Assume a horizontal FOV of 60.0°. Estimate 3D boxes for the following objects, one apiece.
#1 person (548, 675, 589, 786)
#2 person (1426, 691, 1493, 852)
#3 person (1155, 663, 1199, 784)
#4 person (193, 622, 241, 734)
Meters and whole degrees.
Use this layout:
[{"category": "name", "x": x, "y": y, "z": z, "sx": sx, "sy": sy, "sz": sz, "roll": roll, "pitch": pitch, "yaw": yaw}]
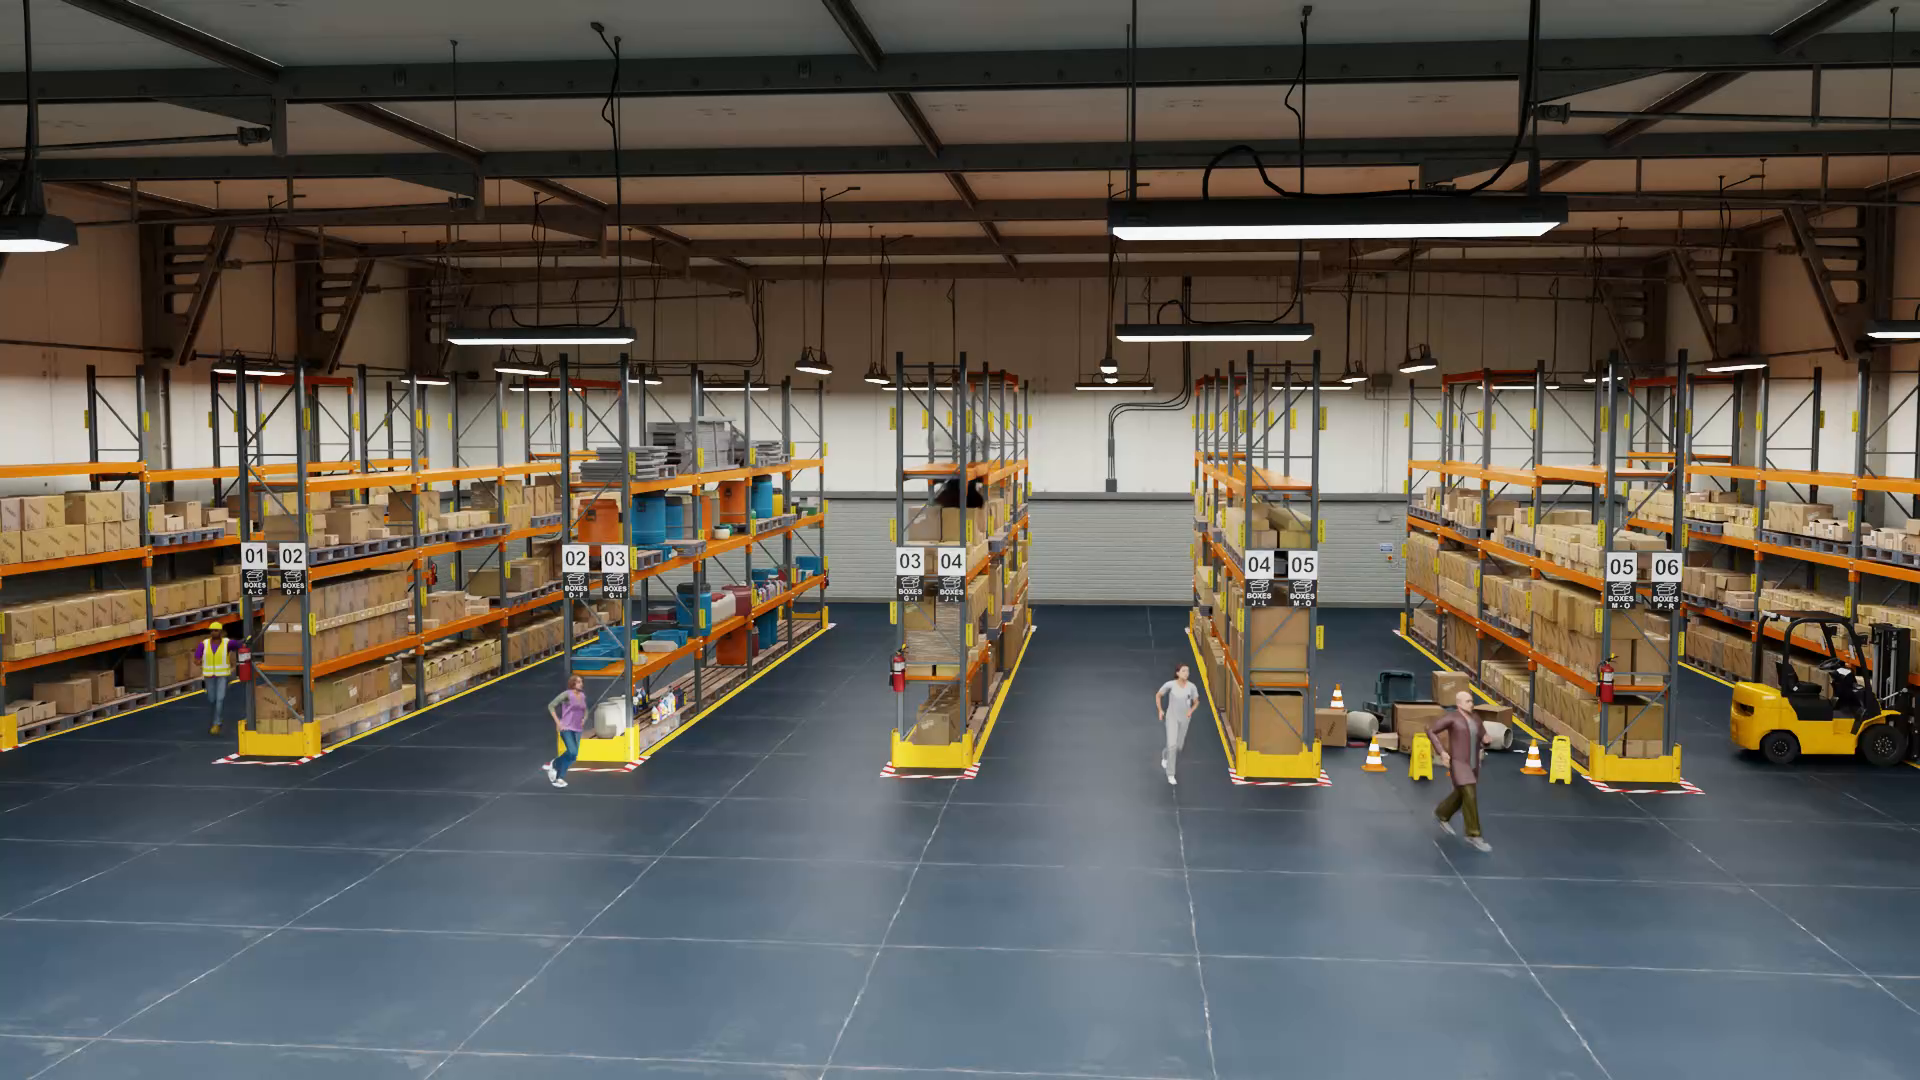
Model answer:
[{"category": "person", "x": -5.333, "y": 2.616, "z": 22.876, "sx": 0.484, "sy": 1.512, "sz": 0.552, "roll": 3, "pitch": 5, "yaw": 36}, {"category": "person", "x": 5.955, "y": 2.696, "z": 19.701, "sx": 0.687, "sy": 1.790, "sz": 1.006, "roll": -3, "pitch": 5, "yaw": -34}, {"category": "person", "x": 3.053, "y": 2.544, "z": 23.355, "sx": 0.603, "sy": 1.664, "sz": 0.803, "roll": -1, "pitch": 4, "yaw": -8}, {"category": "person", "x": -11.949, "y": 2.184, "z": 26.731, "sx": 0.703, "sy": 1.739, "sz": 1.007, "roll": -1, "pitch": 4, "yaw": -10}]
